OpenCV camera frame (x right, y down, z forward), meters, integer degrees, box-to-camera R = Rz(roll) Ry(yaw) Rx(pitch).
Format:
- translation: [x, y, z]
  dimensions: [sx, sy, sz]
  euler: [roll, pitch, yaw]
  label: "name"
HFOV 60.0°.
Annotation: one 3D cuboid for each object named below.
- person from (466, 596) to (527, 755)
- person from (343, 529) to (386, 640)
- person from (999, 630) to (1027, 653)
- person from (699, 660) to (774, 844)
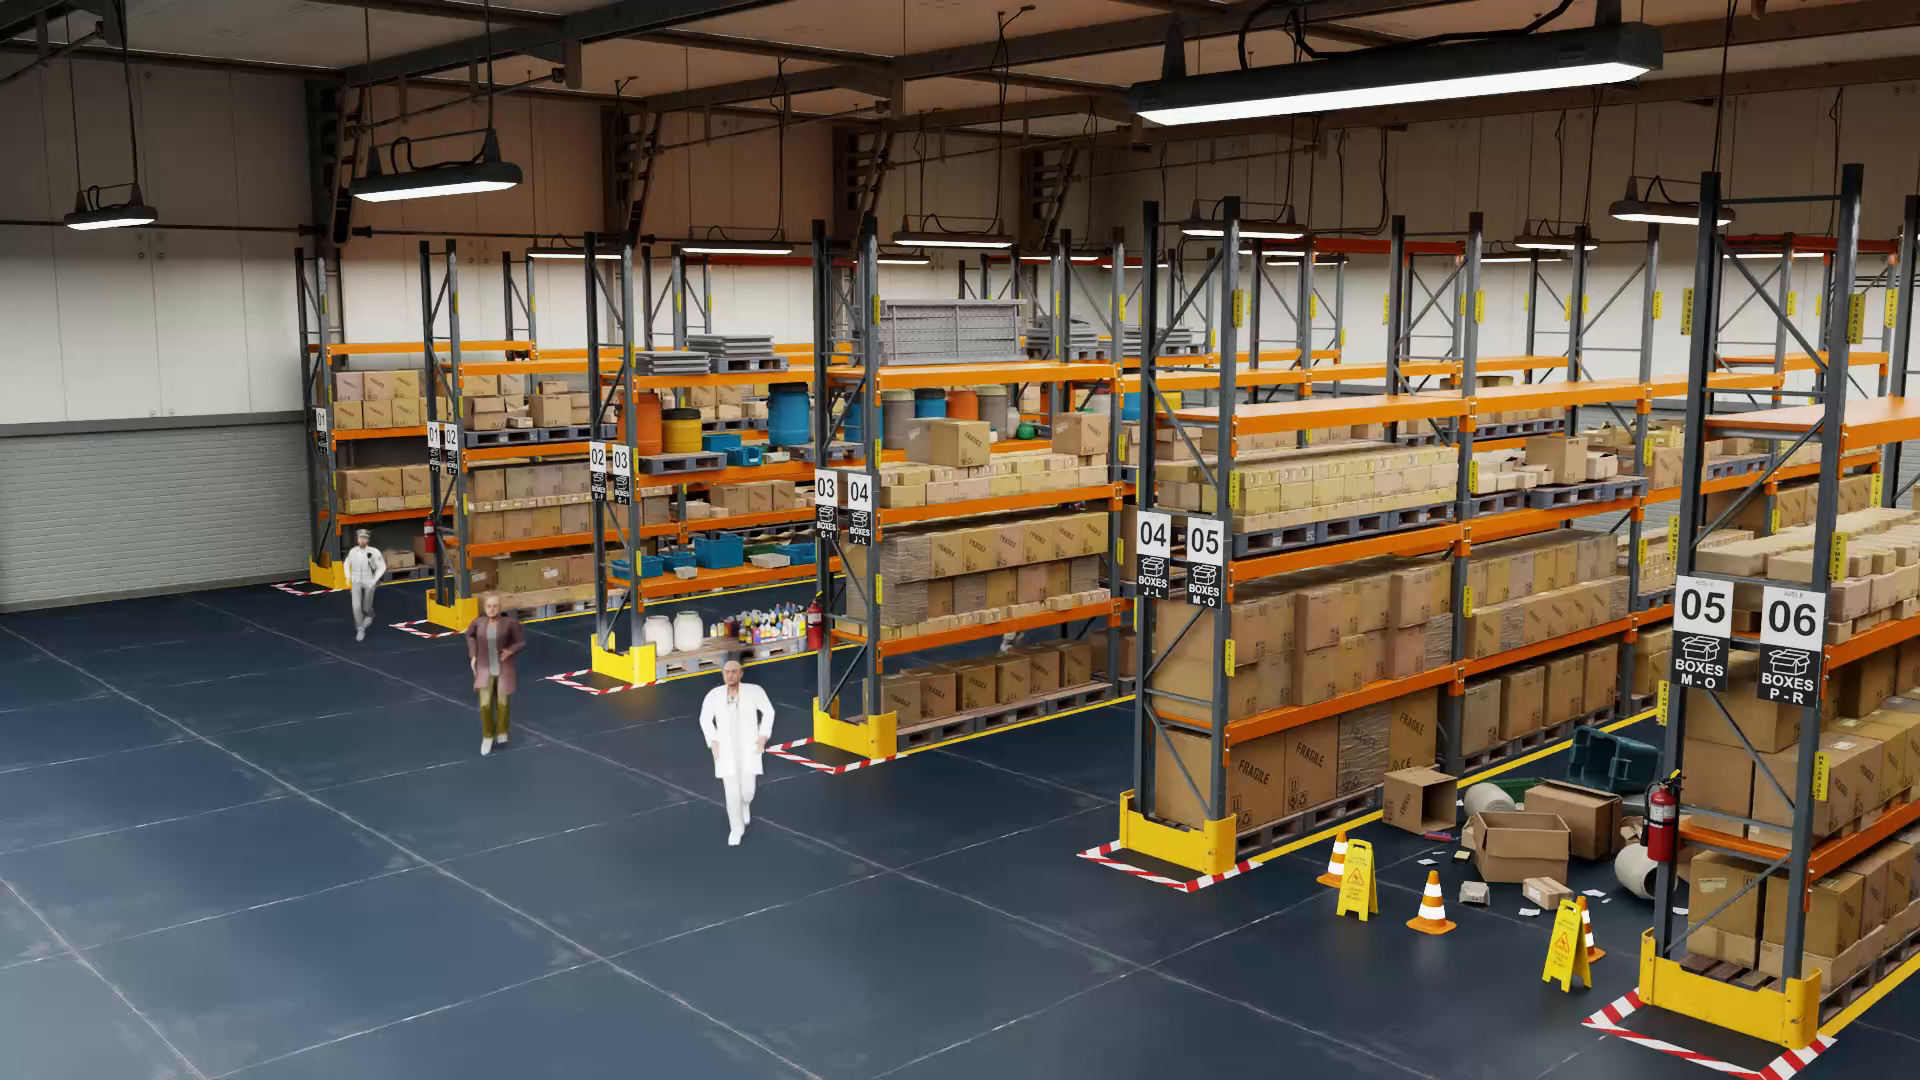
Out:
- translation: [-5.283, 1.539, 18.954]
  dimensions: [0.693, 1.823, 0.808]
  euler: [-2, 9, -11]
  label: "person"
- translation: [-9.069, 0.653, 25.341]
  dimensions: [0.643, 1.672, 0.682]
  euler: [-1, 8, -8]
  label: "person"
- translation: [0.694, 0.696, 22.507]
  dimensions: [0.667, 1.777, 0.739]
  euler: [6, 10, 37]
  label: "person"
- translation: [-2.129, 2.000, 15.872]
  dimensions: [0.710, 1.745, 0.605]
  euler: [0, 8, -3]
  label: "person"
